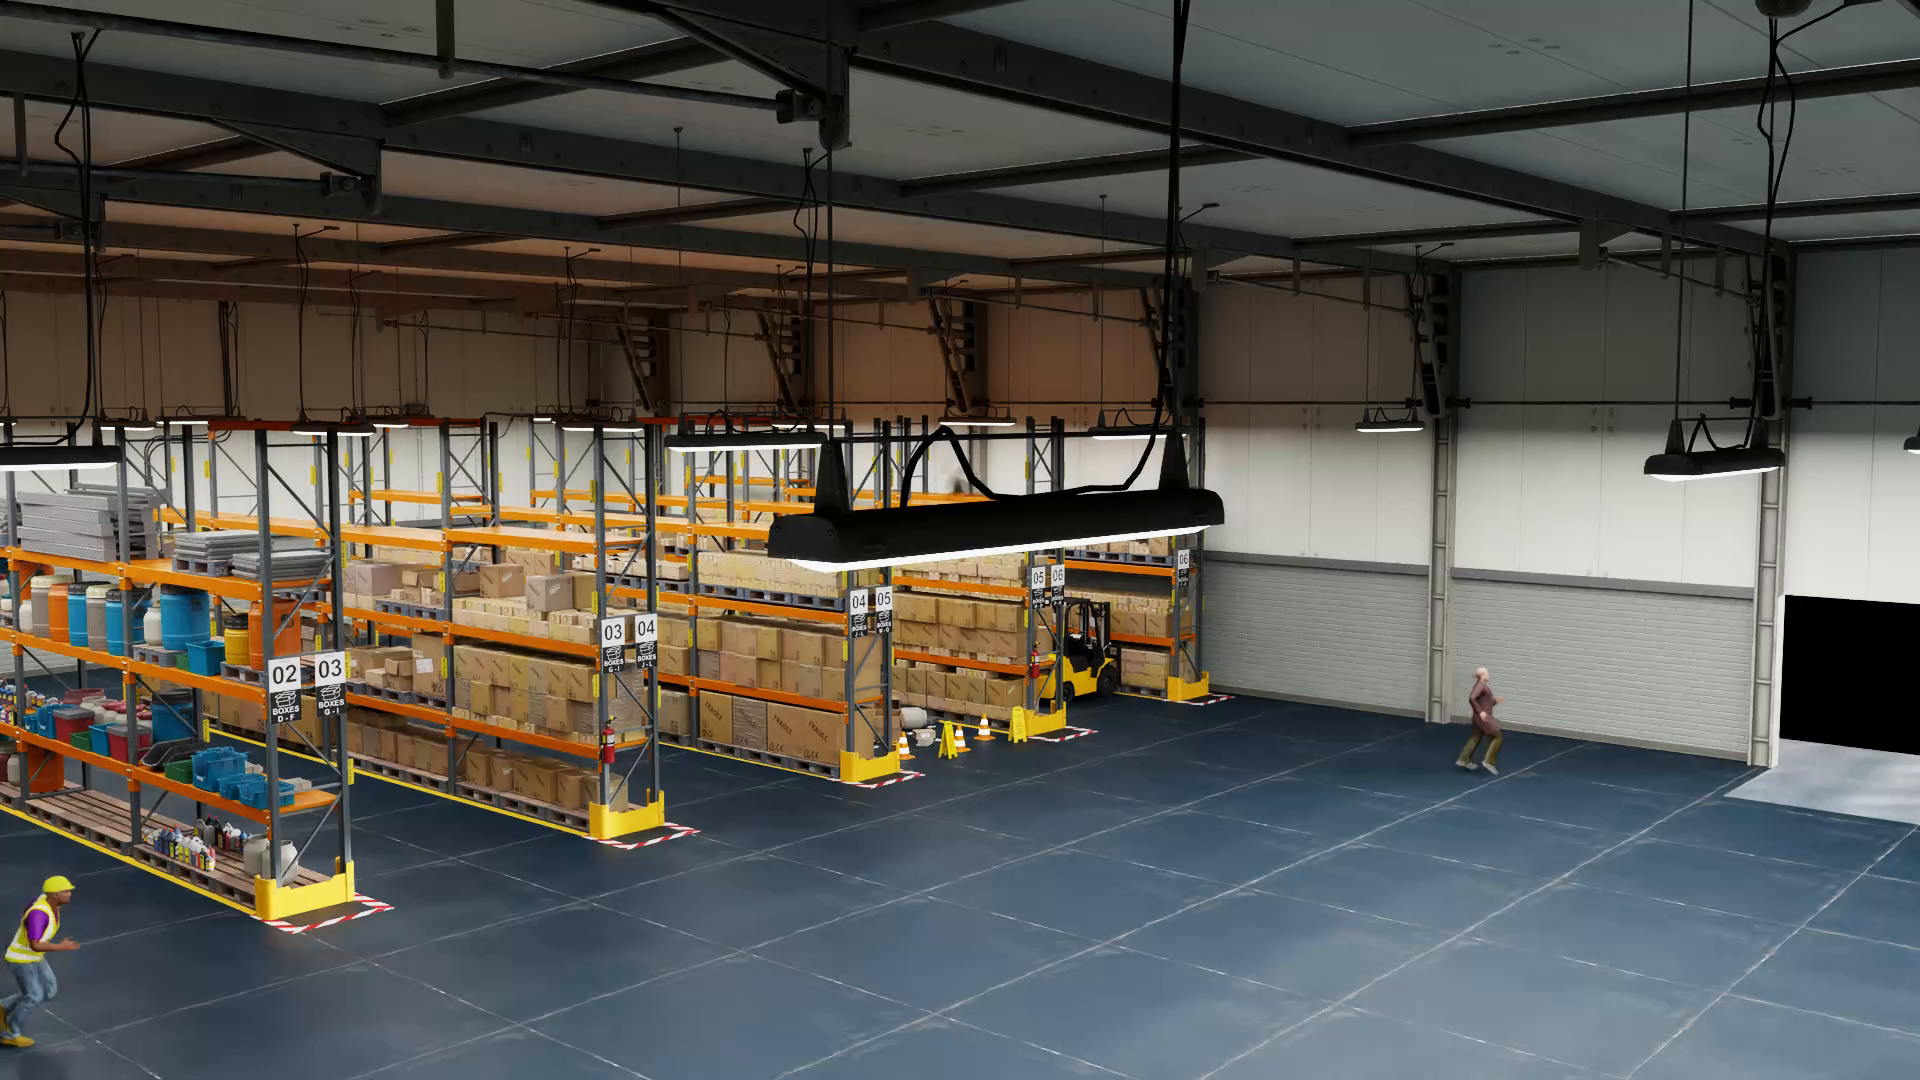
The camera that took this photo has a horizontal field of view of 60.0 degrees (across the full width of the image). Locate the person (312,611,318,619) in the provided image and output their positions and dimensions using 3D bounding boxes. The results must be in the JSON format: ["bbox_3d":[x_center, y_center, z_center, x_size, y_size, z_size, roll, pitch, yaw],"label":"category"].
[{"bbox_3d":[-14.901,2.338,38.298,0.673,1.616,0.508,1,5,7],"label":"person"}]

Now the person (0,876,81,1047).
[{"bbox_3d":[-9.140,4.149,16.492,0.826,1.643,0.728,-1,5,-17],"label":"person"}]

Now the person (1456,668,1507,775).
[{"bbox_3d":[8.903,3.093,28.350,0.825,1.842,0.668,0,5,2],"label":"person"}]
